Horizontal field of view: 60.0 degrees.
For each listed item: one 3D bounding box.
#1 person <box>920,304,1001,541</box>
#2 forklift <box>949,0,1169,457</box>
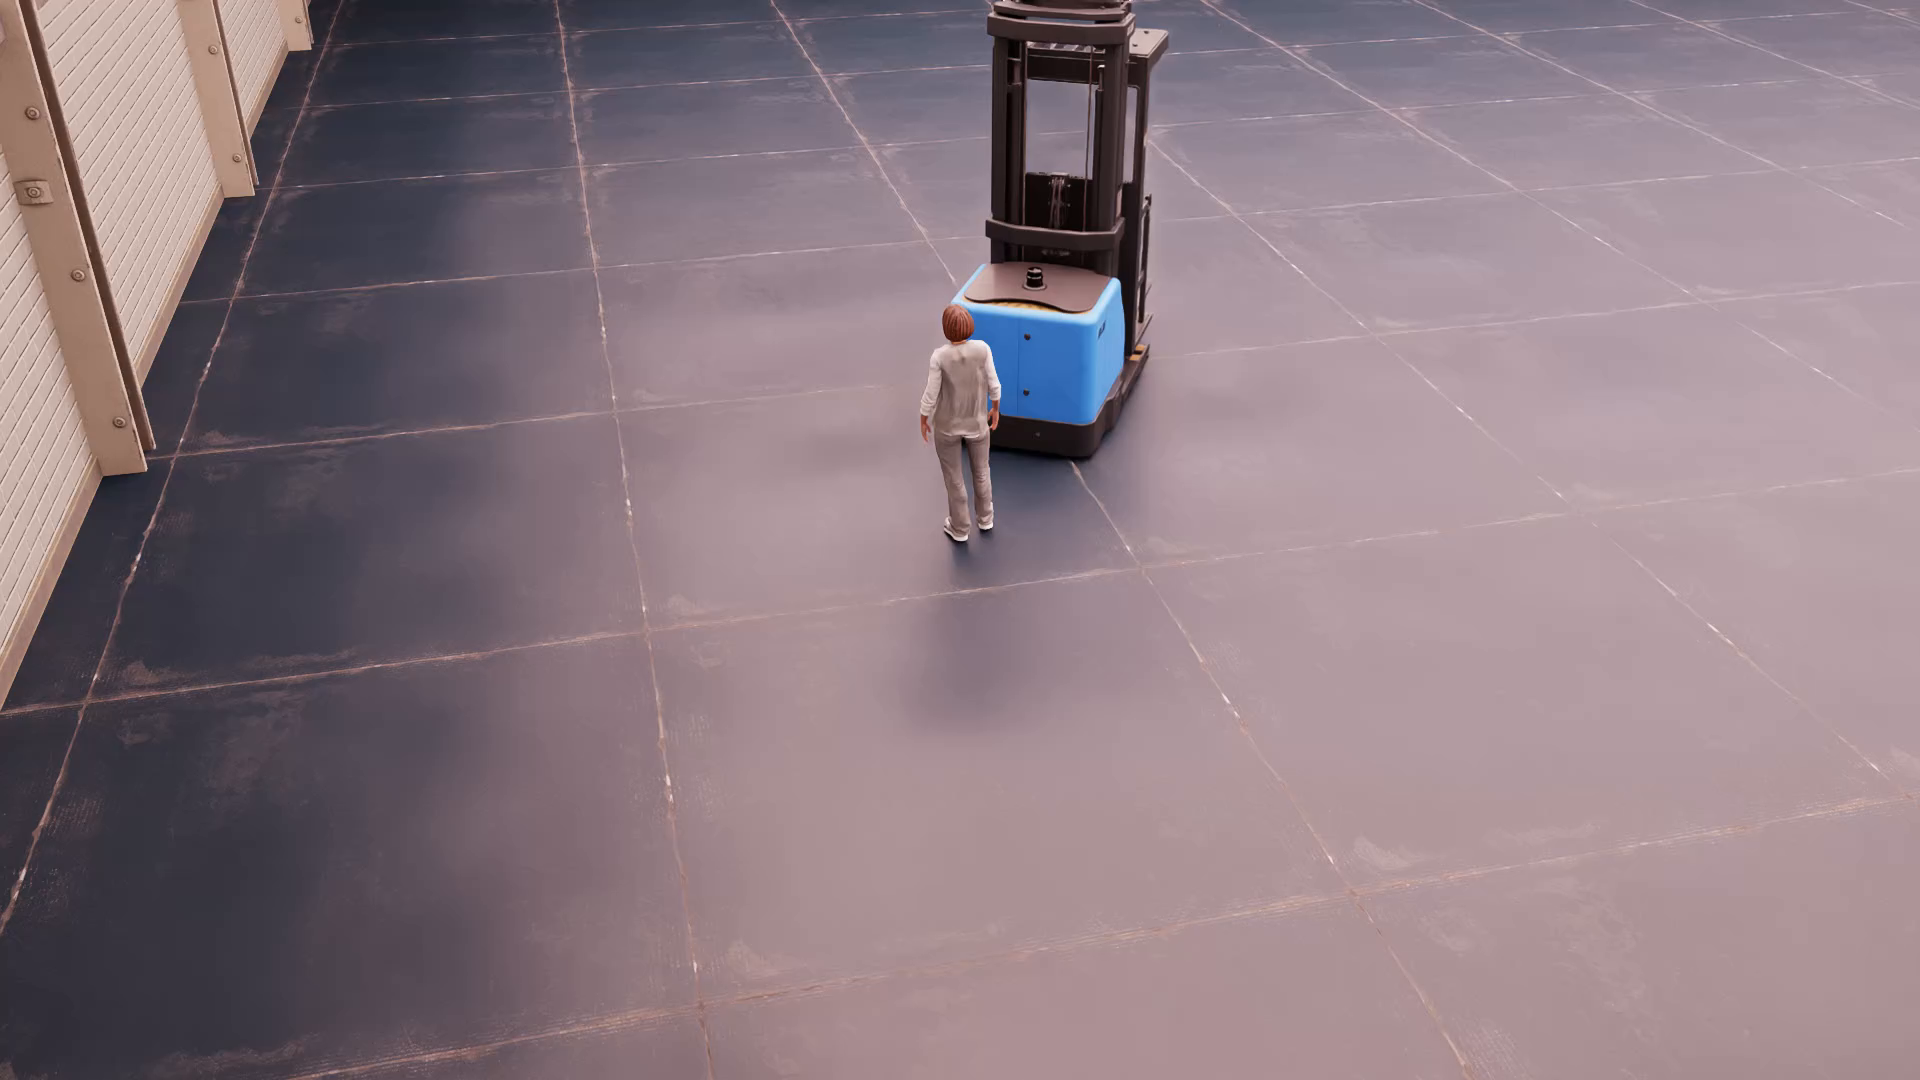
[{"bbox_3d":[-0.004,-0.735,10.161,0.521,1.596,0.475,-7,31,-12],"label":"person"},{"bbox_3d":[0.829,-2.563,12.001,1.130,2.935,3.031,9,31,15],"label":"forklift"}]
